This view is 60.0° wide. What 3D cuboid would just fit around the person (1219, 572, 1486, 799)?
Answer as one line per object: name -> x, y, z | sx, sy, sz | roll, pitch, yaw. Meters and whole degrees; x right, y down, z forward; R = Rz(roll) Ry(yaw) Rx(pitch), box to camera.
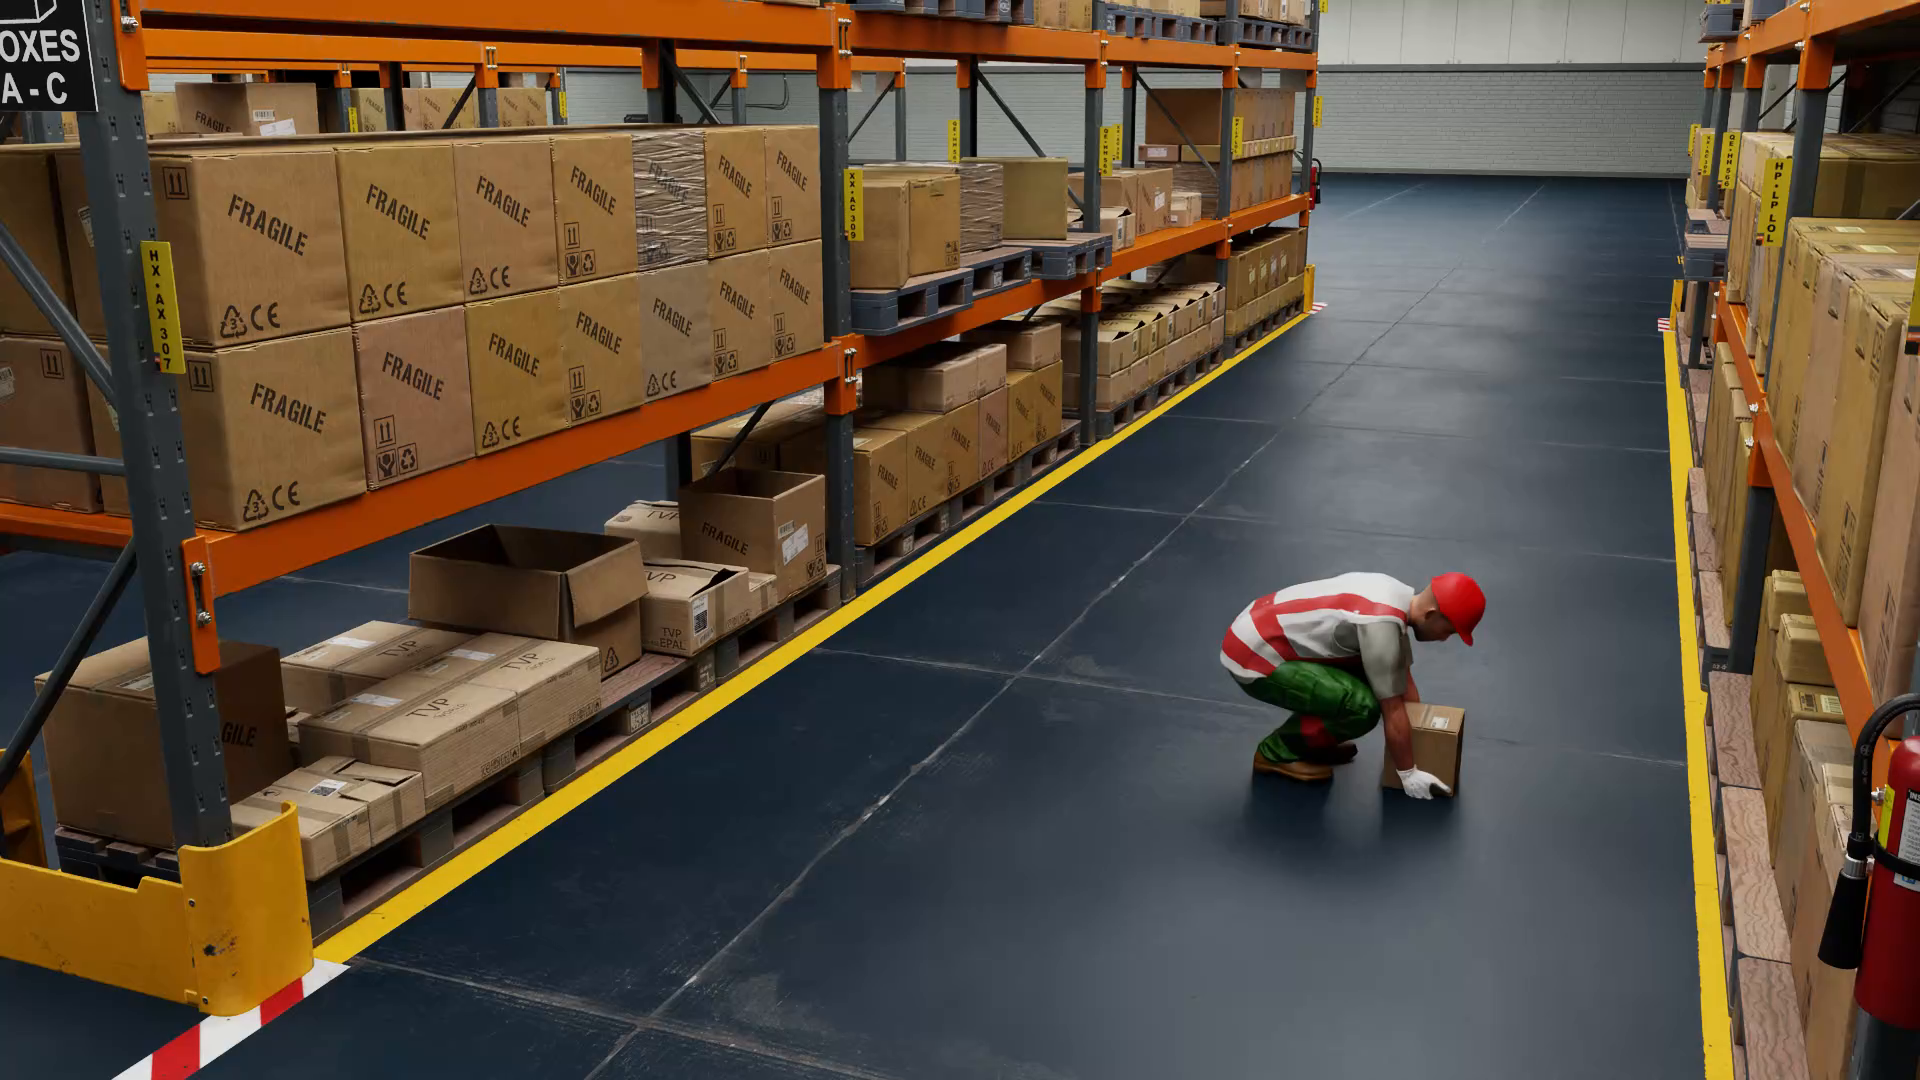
person -> 1.431, 0.522, 6.147 | 0.923, 0.878, 0.545 | 6, 16, 20
